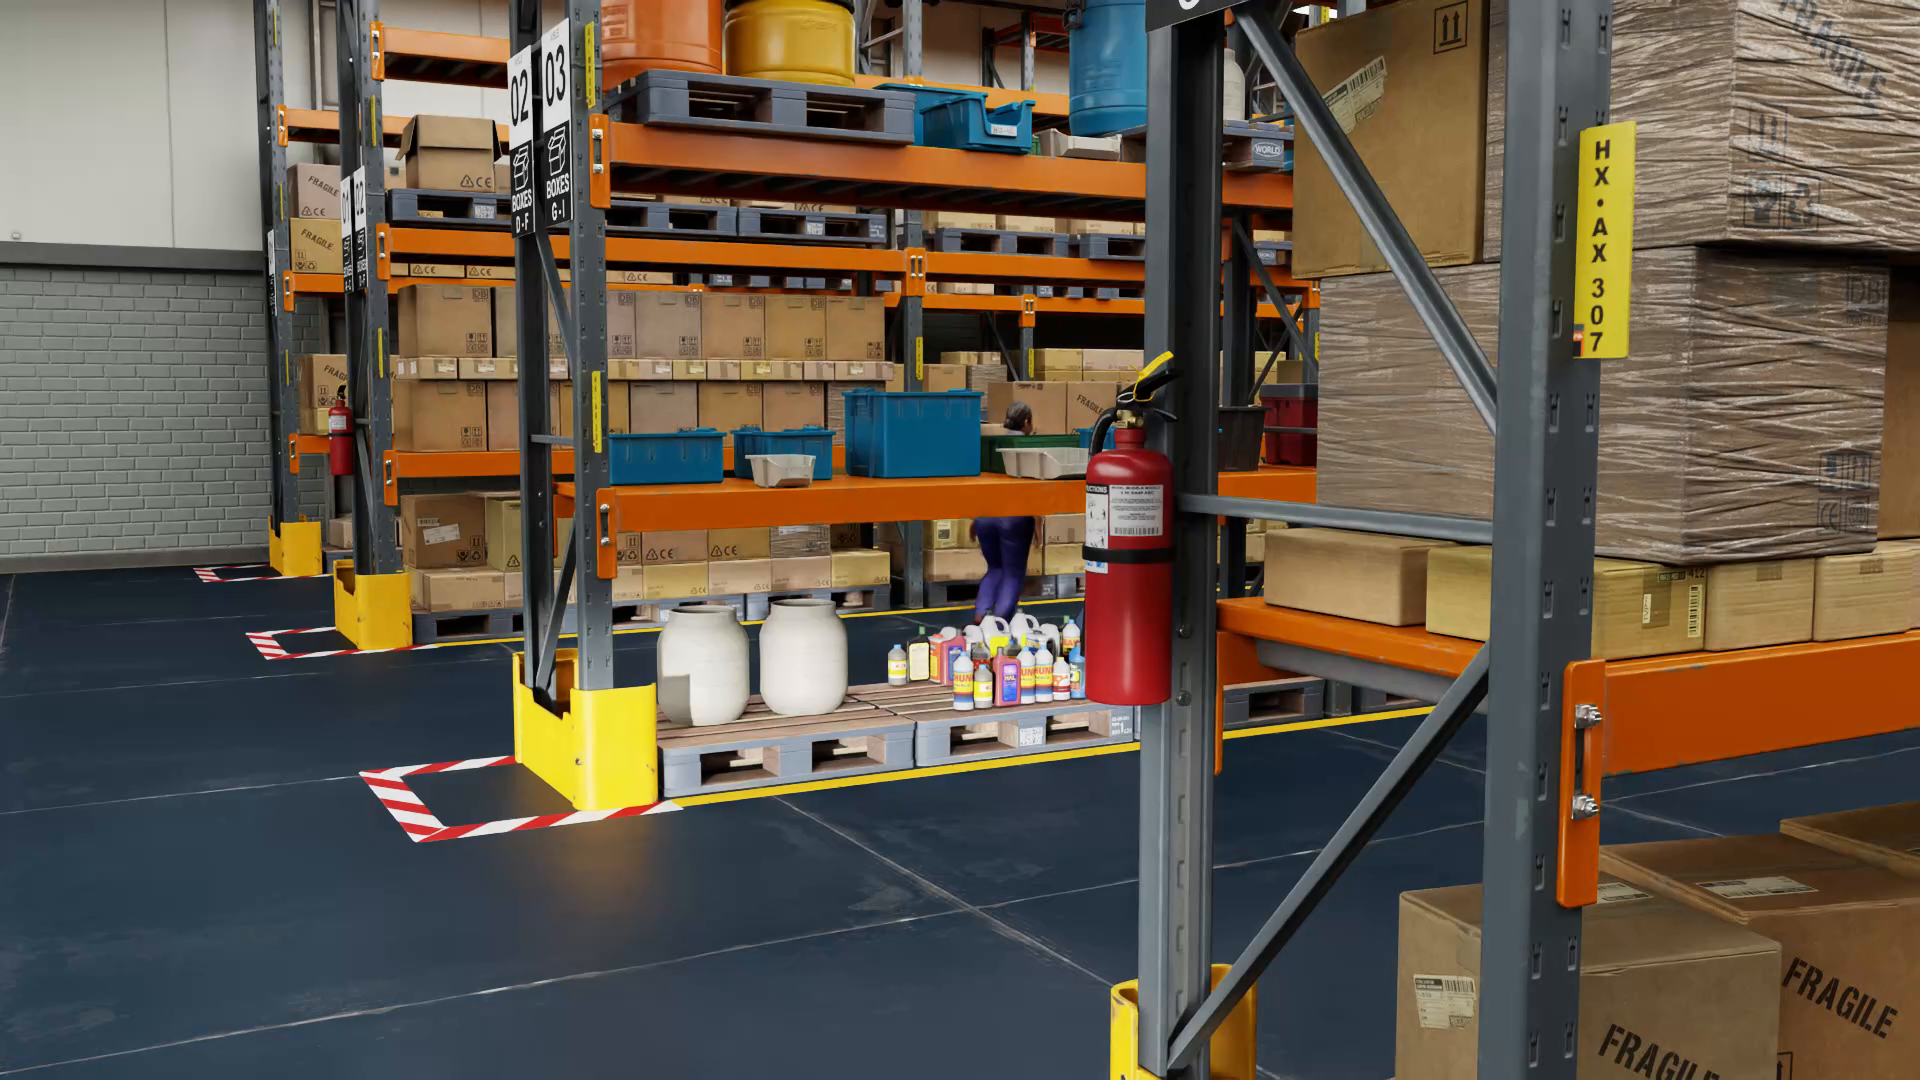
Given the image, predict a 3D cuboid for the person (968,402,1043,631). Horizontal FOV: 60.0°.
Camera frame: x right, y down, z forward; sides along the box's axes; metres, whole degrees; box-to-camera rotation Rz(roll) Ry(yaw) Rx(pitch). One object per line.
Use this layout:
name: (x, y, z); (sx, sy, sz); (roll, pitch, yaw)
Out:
person: (0.322, -0.094, 11.048); (0.533, 1.639, 0.461); (3, 6, 31)
